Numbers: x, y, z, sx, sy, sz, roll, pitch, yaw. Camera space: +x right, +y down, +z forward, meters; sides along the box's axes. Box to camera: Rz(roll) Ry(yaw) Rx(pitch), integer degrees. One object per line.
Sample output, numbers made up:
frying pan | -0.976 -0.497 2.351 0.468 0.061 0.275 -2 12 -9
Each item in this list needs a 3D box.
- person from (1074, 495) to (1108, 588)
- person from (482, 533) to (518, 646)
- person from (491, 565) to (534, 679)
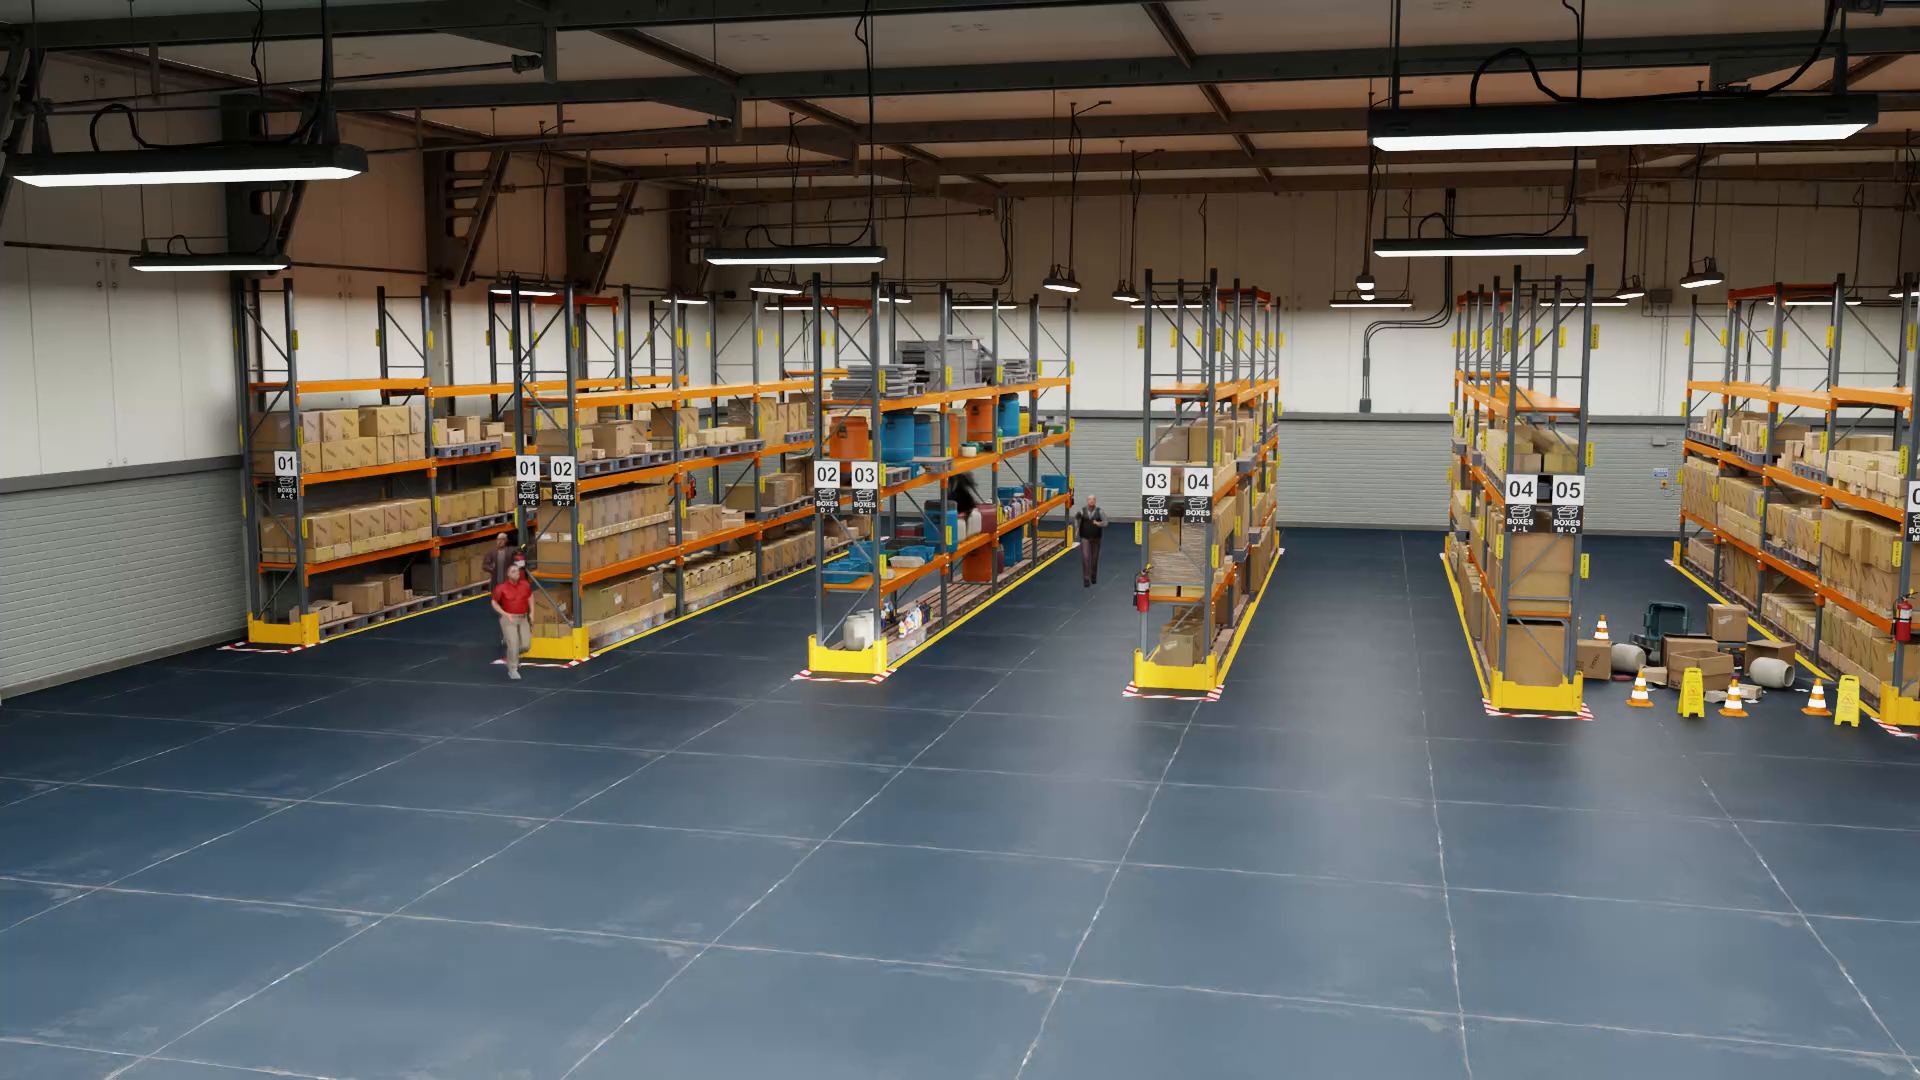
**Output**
person | 2.520 0.000 32.016 0.650 1.747 0.875 0 7 1
person | -7.601 0.793 27.753 0.677 1.843 0.870 1 7 6
person | -6.643 1.206 24.819 0.702 1.687 0.599 -6 9 -41
